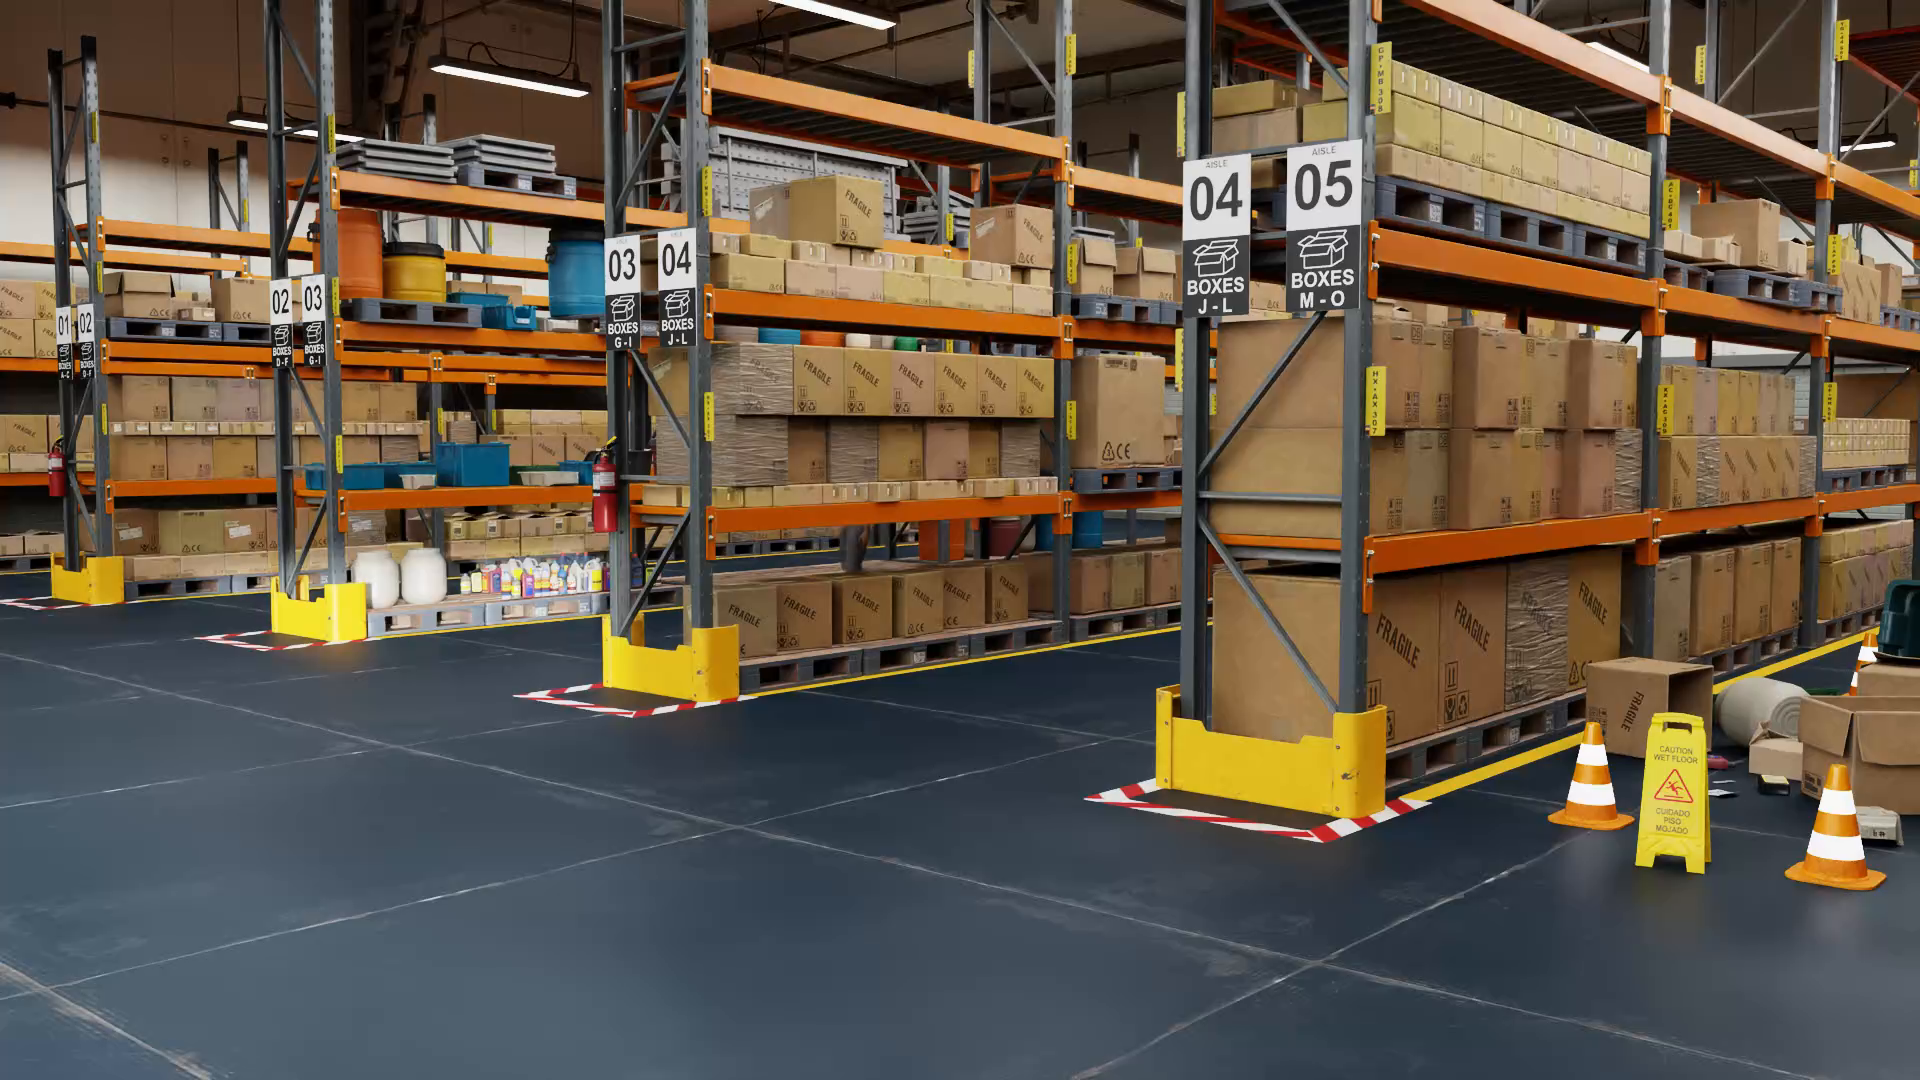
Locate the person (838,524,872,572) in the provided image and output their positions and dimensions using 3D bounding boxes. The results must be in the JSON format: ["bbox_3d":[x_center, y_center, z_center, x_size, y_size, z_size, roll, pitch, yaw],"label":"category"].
[{"bbox_3d":[-1.037,-0.095,16.787,0.605,1.652,0.462,-2,4,-29],"label":"person"}]
